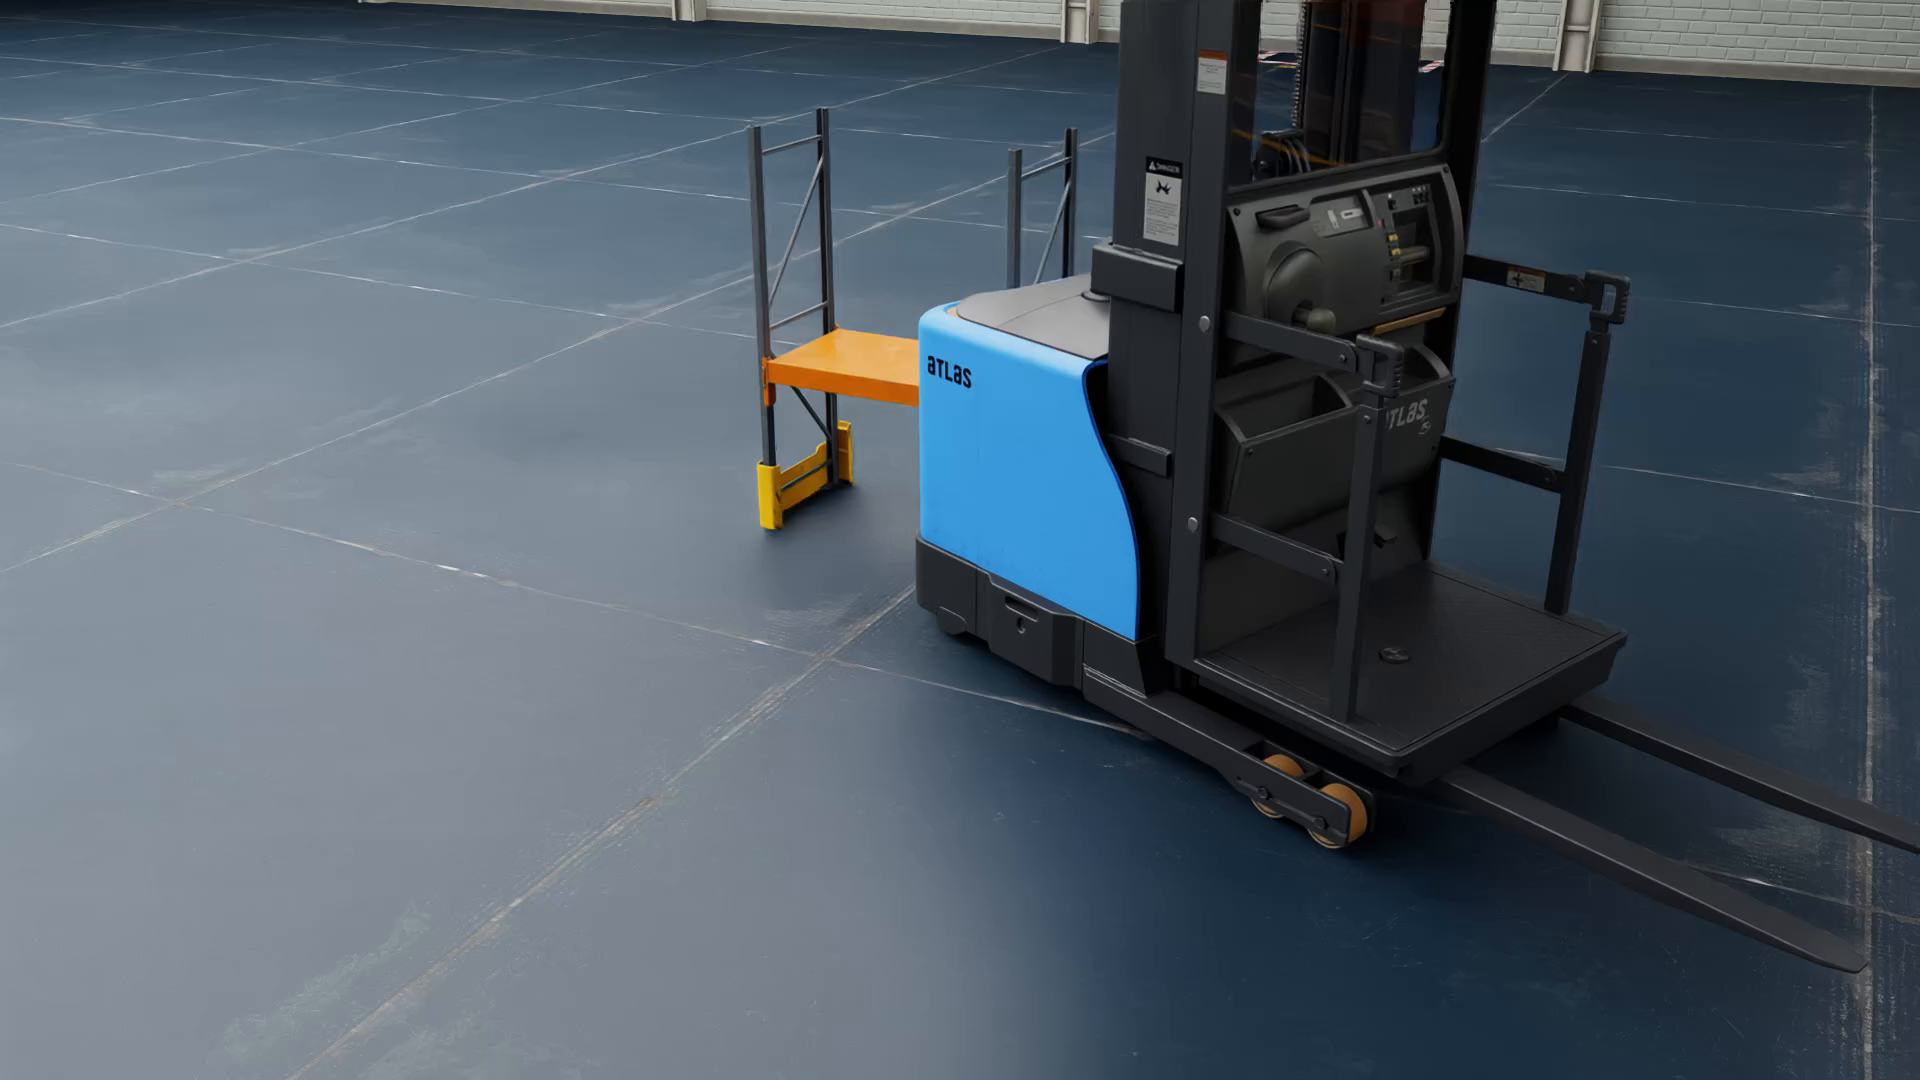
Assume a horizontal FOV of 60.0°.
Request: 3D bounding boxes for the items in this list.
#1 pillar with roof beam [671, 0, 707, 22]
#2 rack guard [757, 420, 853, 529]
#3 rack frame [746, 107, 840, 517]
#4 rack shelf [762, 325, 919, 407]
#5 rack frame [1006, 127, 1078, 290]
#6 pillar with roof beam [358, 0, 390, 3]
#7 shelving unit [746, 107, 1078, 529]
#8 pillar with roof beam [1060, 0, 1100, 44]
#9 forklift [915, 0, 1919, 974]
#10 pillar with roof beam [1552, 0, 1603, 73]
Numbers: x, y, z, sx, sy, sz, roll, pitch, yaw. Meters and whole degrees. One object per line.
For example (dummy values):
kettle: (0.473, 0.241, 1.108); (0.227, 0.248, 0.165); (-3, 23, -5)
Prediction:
pillar with roof beam: (-5.779, -10.029, 18.333); (0.400, 9.000, 9.100); (11, 25, 25)
rack guard: (-0.603, -0.264, 6.551); (0.087, 0.250, 0.587); (11, 26, 25)
rack frame: (-0.621, -0.843, 6.315); (0.032, 1.500, 0.500); (11, 26, 25)
rack shelf: (-0.169, -0.586, 6.171); (1.000, 0.185, 0.538); (11, 26, 25)
rack frame: (0.283, -0.660, 5.886); (0.032, 1.500, 0.500); (11, 26, 25)
pillar with roof beam: (-11.134, -11.088, 20.824); (0.400, 9.000, 9.100); (11, 25, 25)
shelving unit: (-0.161, -0.750, 6.097); (1.083, 1.500, 0.587); (11, 26, 25)
pillar with roof beam: (-0.425, -8.969, 15.842); (0.400, 9.000, 9.100); (11, 25, 25)
forklift: (1.184, -0.764, 4.302); (1.130, 2.935, 3.031); (-18, 29, -36)
pillar with roof beam: (4.930, -7.910, 13.351); (0.400, 9.000, 9.100); (11, 25, 25)
